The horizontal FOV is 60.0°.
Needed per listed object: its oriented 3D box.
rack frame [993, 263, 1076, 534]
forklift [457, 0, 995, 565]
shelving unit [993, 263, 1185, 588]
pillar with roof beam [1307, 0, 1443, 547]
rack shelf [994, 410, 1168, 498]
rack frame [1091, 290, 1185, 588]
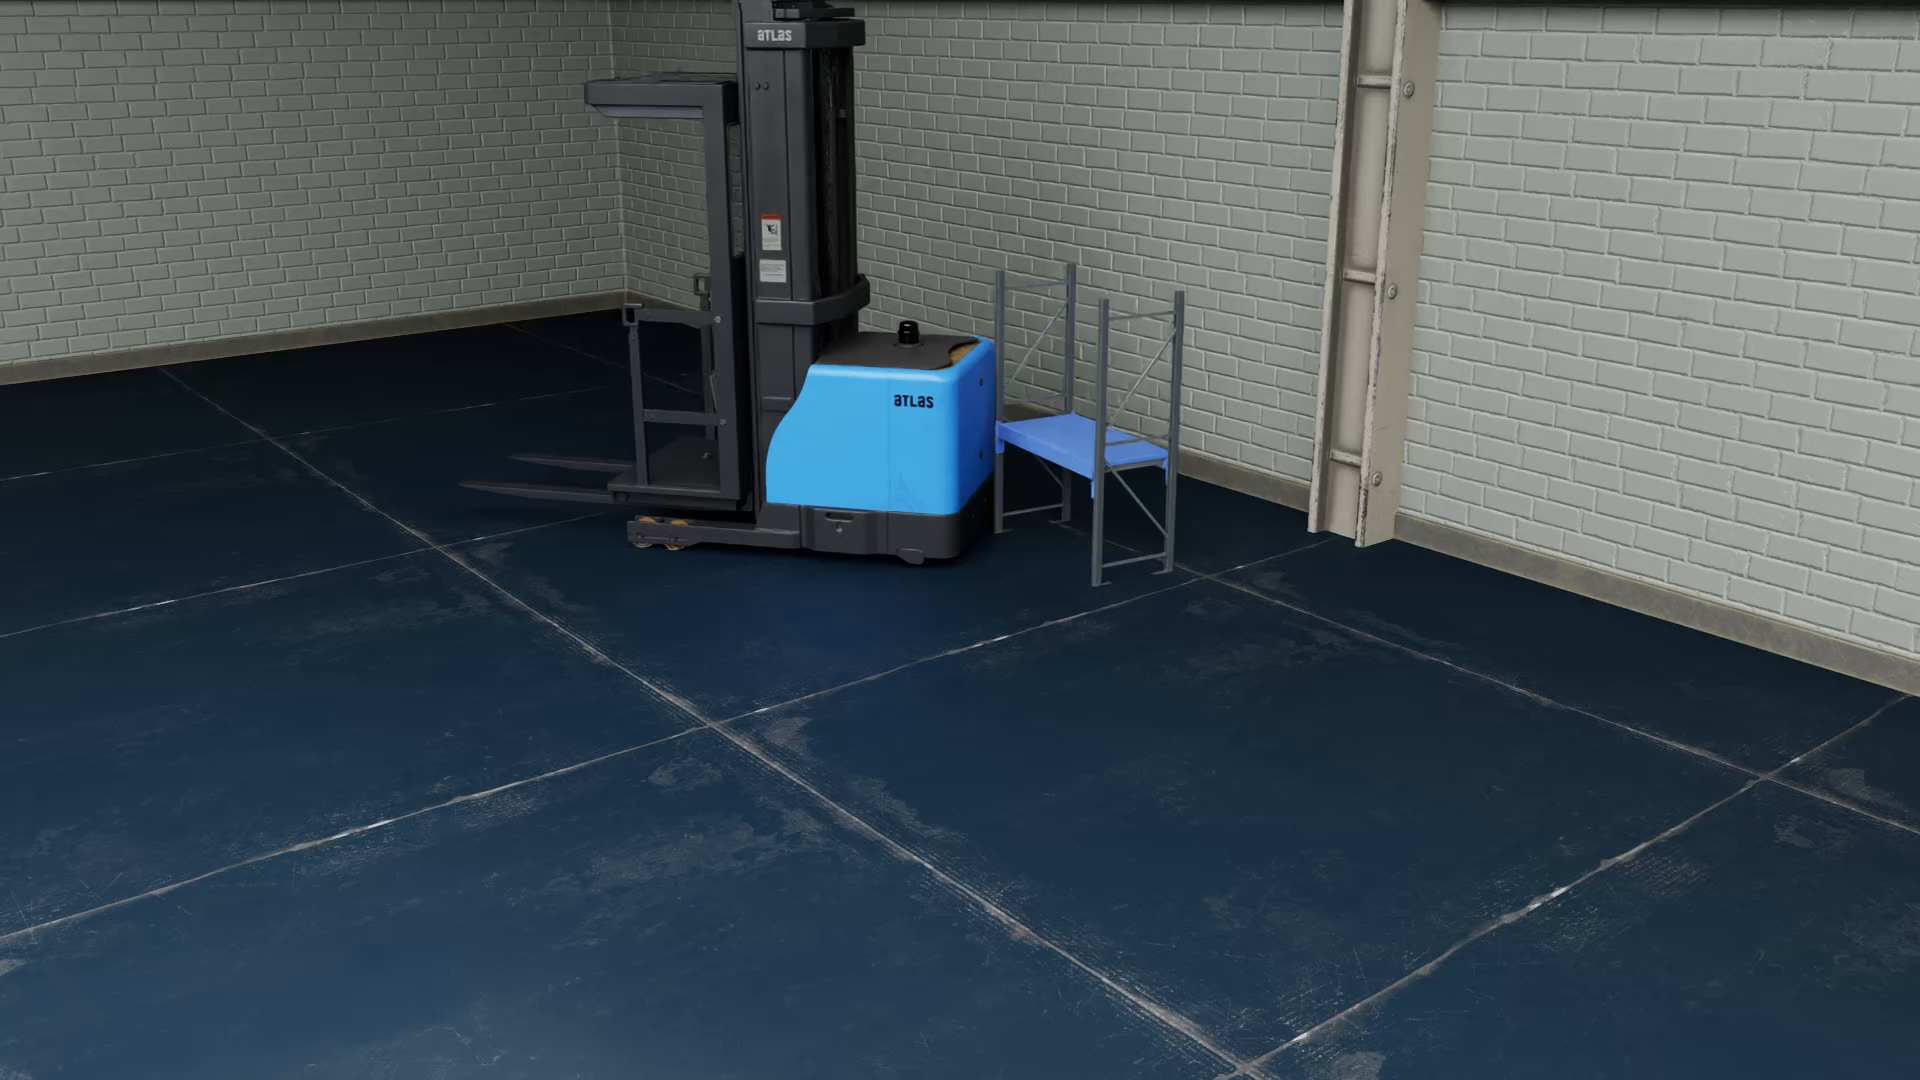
[{"bbox_3d":[0.418,-0.787,9.353,0.500,1.500,0.032,-10,21,-27],"label":"rack frame"},{"bbox_3d":[-1.363,-1.489,9.196,3.031,2.935,1.130,4,19,13],"label":"forklift"},{"bbox_3d":[0.663,-0.647,8.931,0.538,1.500,1.048,-10,21,-27],"label":"shelving unit"},{"bbox_3d":[-1.144,-3.468,5.520,9.100,9.000,0.400,-14,23,-36],"label":"pillar with roof beam"},{"bbox_3d":[0.663,-0.476,8.987,0.538,0.185,1.000,-10,21,-27],"label":"rack shelf"},{"bbox_3d":[0.908,-0.507,8.508,0.500,1.500,0.032,-10,21,-27],"label":"rack frame"}]
